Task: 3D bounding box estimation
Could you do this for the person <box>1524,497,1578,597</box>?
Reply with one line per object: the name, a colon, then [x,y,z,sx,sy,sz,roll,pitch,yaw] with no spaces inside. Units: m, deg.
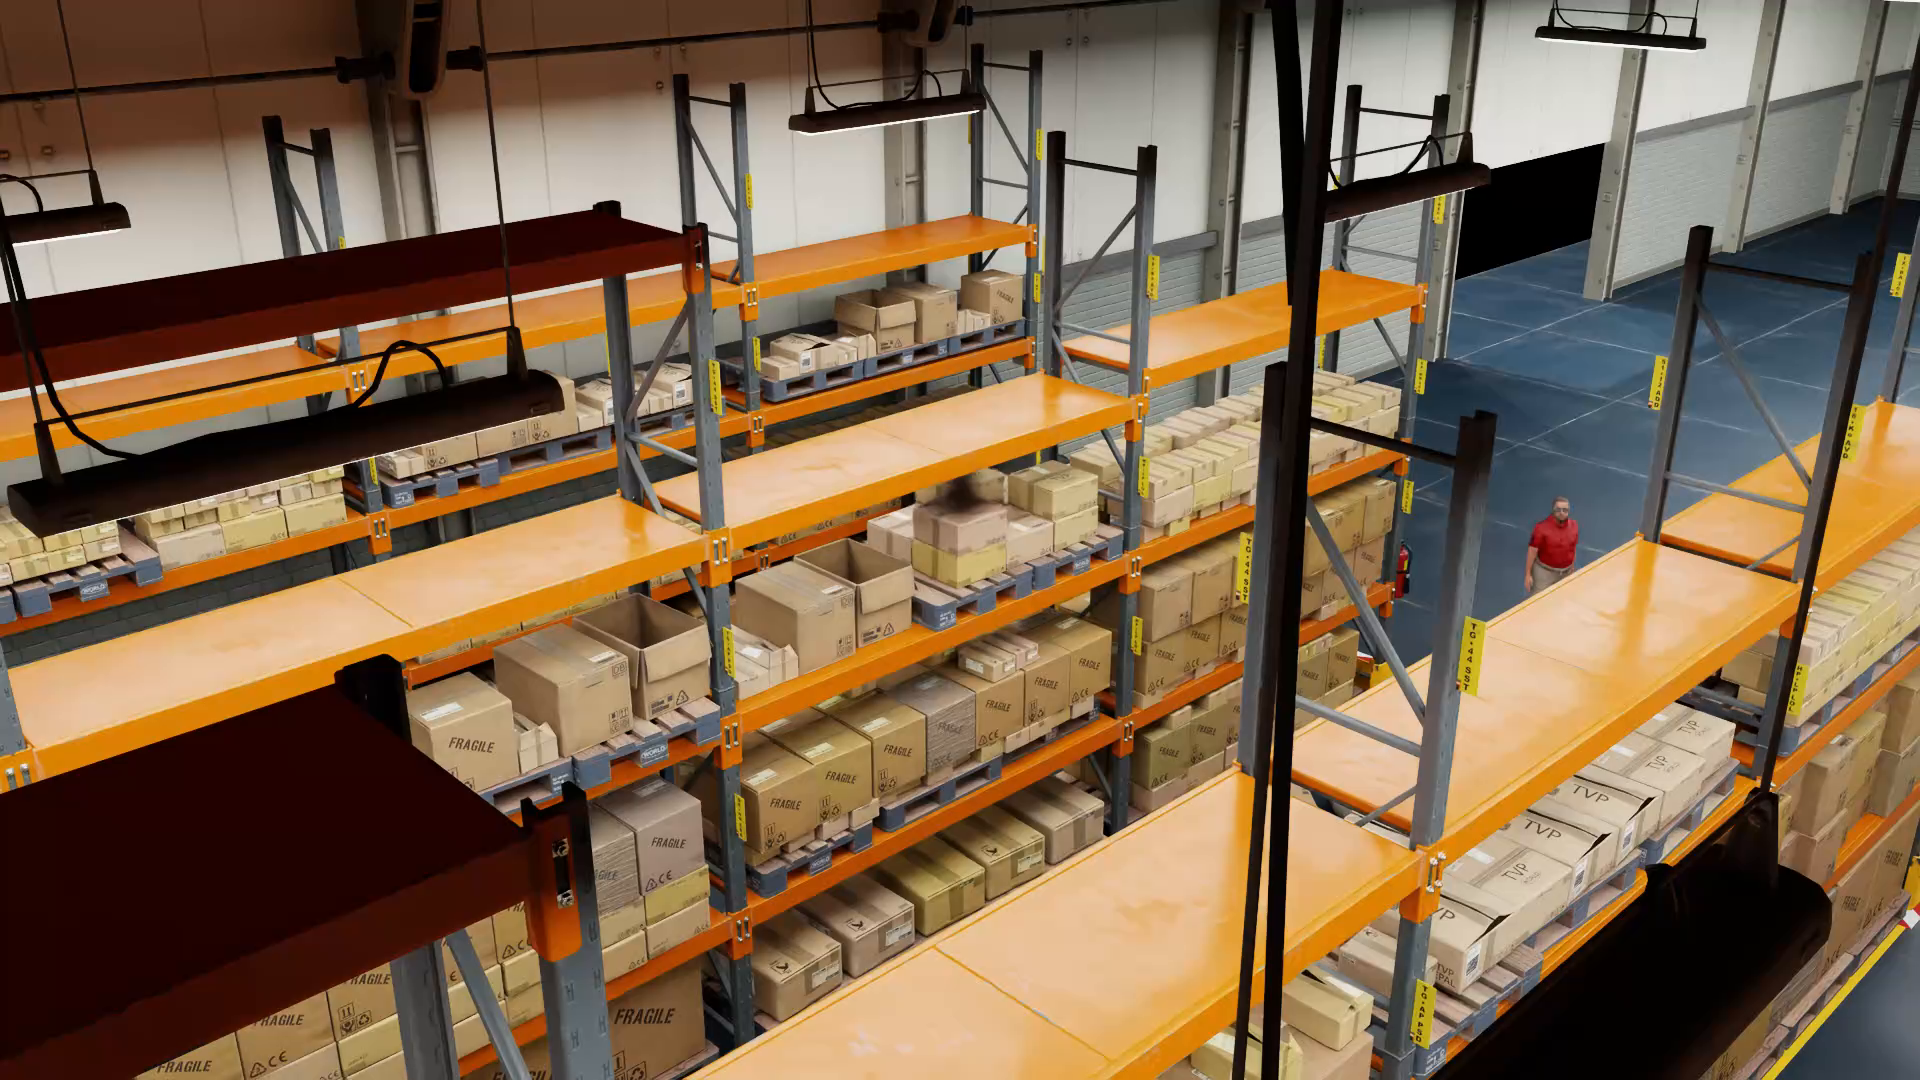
person: [6.304,0.397,17.640,0.600,1.737,0.532,-12,25,-27]
